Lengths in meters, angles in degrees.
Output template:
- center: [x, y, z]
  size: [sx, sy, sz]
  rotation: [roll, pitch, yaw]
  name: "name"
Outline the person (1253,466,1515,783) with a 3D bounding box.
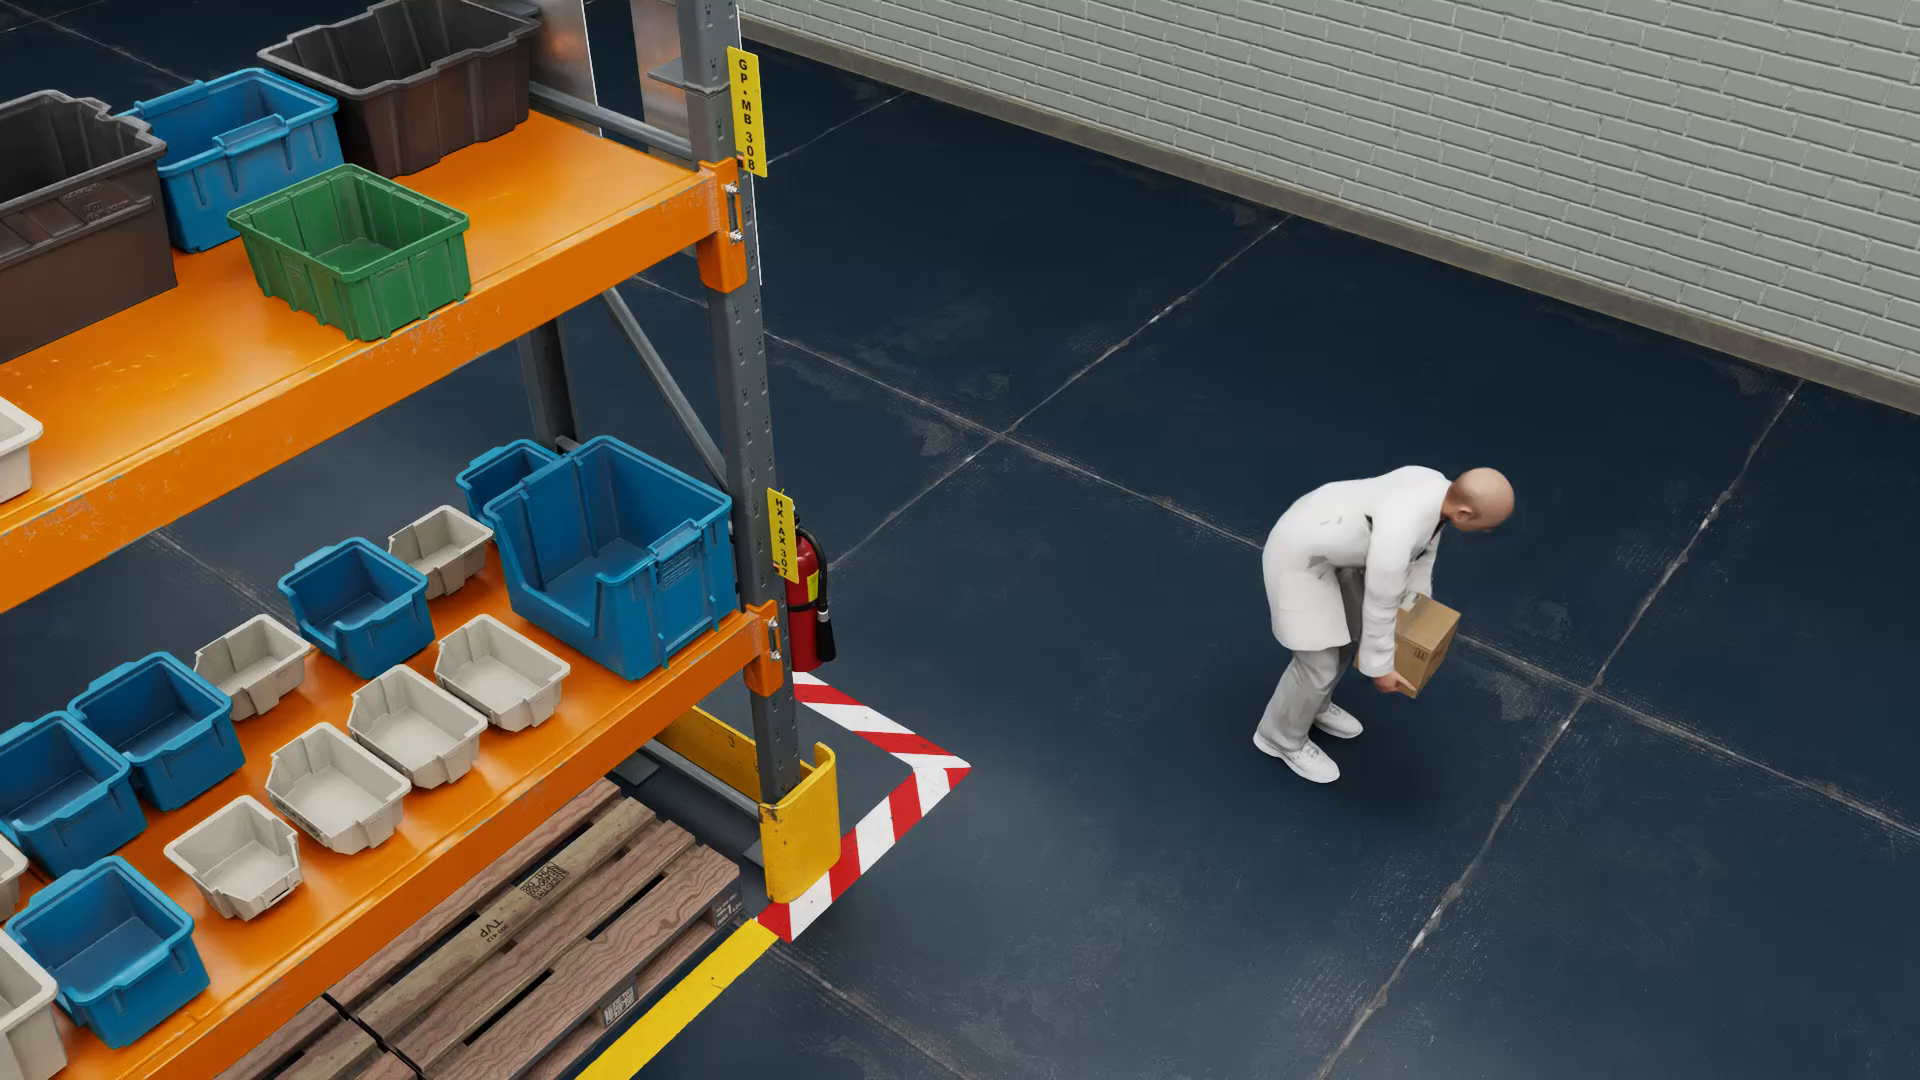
- center: [1.486, 0.269, 6.060]
  size: [0.815, 1.492, 0.546]
  rotation: [24, 44, 28]
  name: "person"
